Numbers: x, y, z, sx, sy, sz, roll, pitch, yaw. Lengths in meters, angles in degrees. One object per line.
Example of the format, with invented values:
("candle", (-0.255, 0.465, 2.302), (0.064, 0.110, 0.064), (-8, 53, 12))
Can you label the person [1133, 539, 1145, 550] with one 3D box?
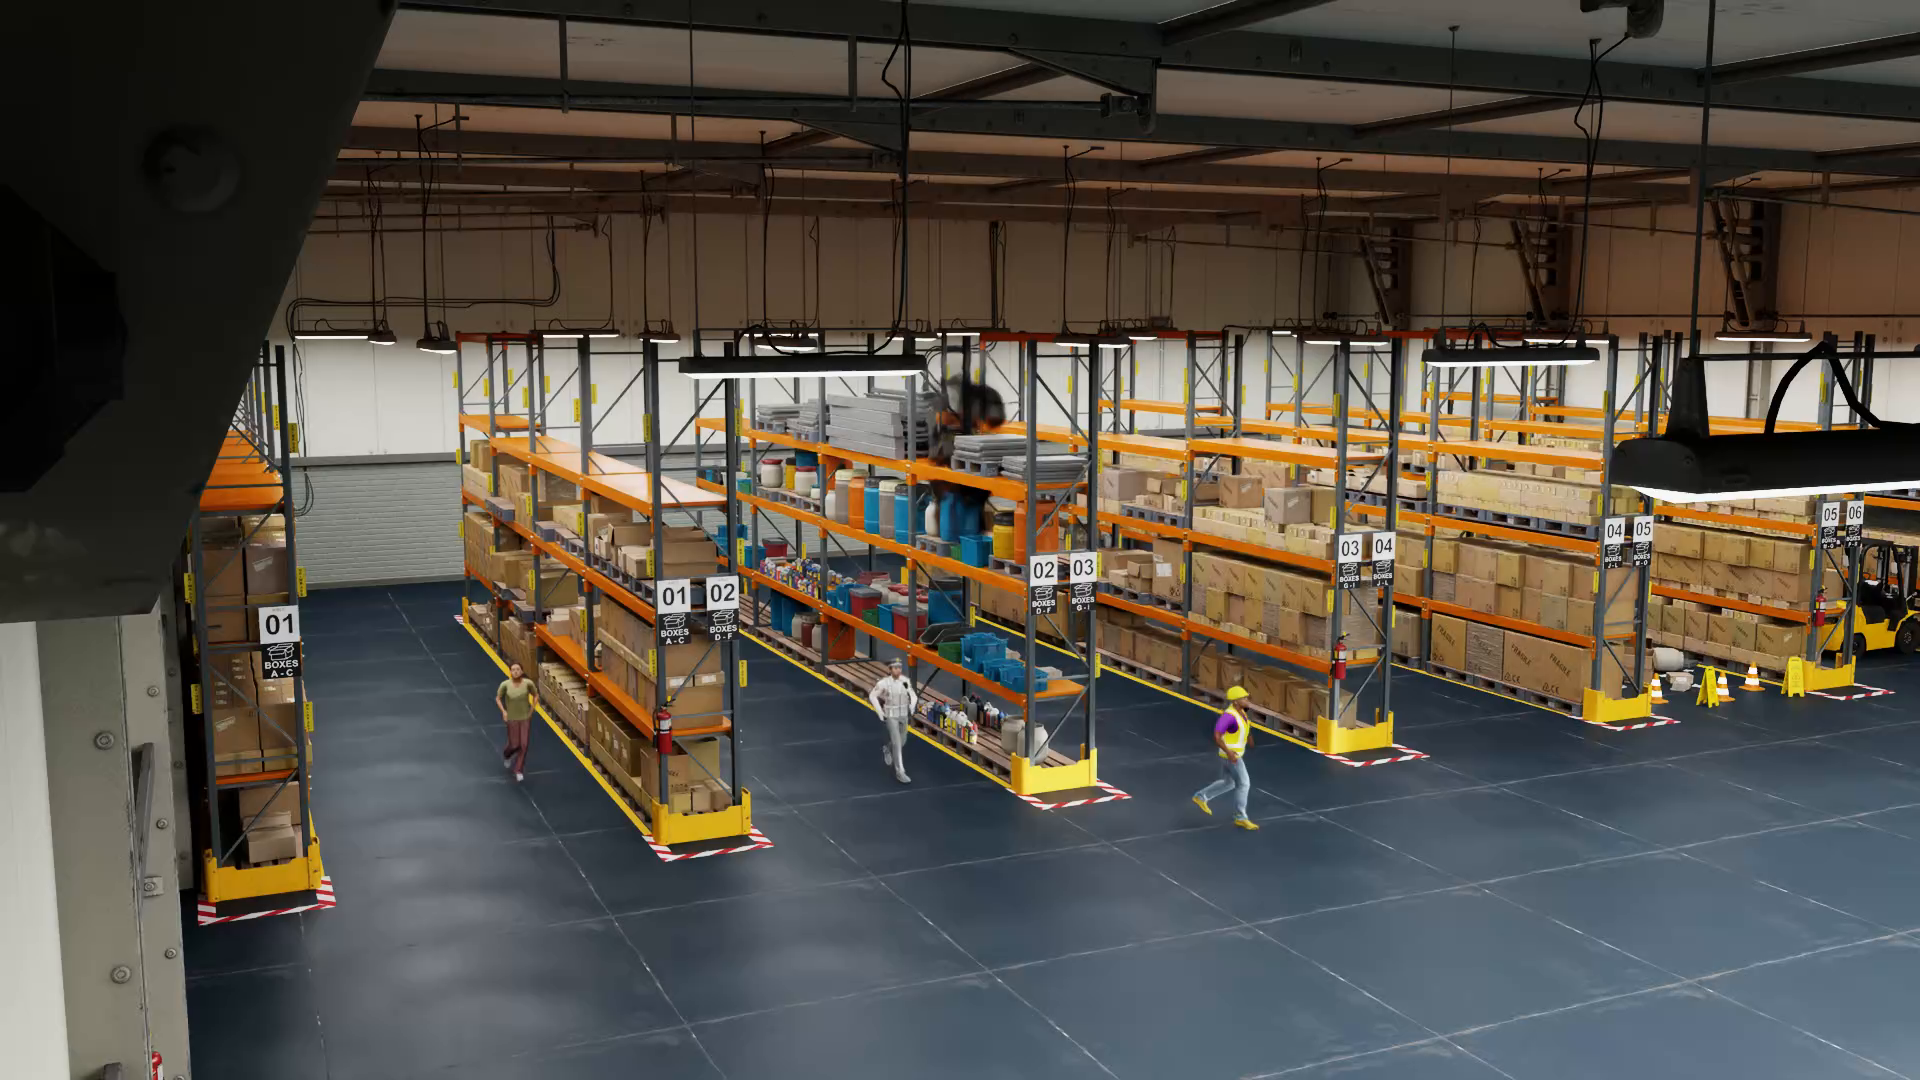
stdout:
("person", (4.492, -0.129, 41.999), (1.093, 1.584, 0.732), (7, 10, 42))

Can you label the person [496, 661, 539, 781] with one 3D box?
("person", (-6.062, 2.461, 22.851), (0.574, 1.639, 0.585), (-3, 8, -22))

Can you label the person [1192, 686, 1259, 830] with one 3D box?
("person", (3.319, 2.678, 20.693), (0.848, 1.780, 0.692), (2, 8, 16))

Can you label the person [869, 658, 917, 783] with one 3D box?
("person", (-0.903, 2.422, 22.840), (0.642, 1.671, 0.876), (-4, 9, -28))

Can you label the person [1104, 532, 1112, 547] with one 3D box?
("person", (3.738, -0.120, 41.704), (0.554, 1.655, 0.602), (-4, 9, -30))
